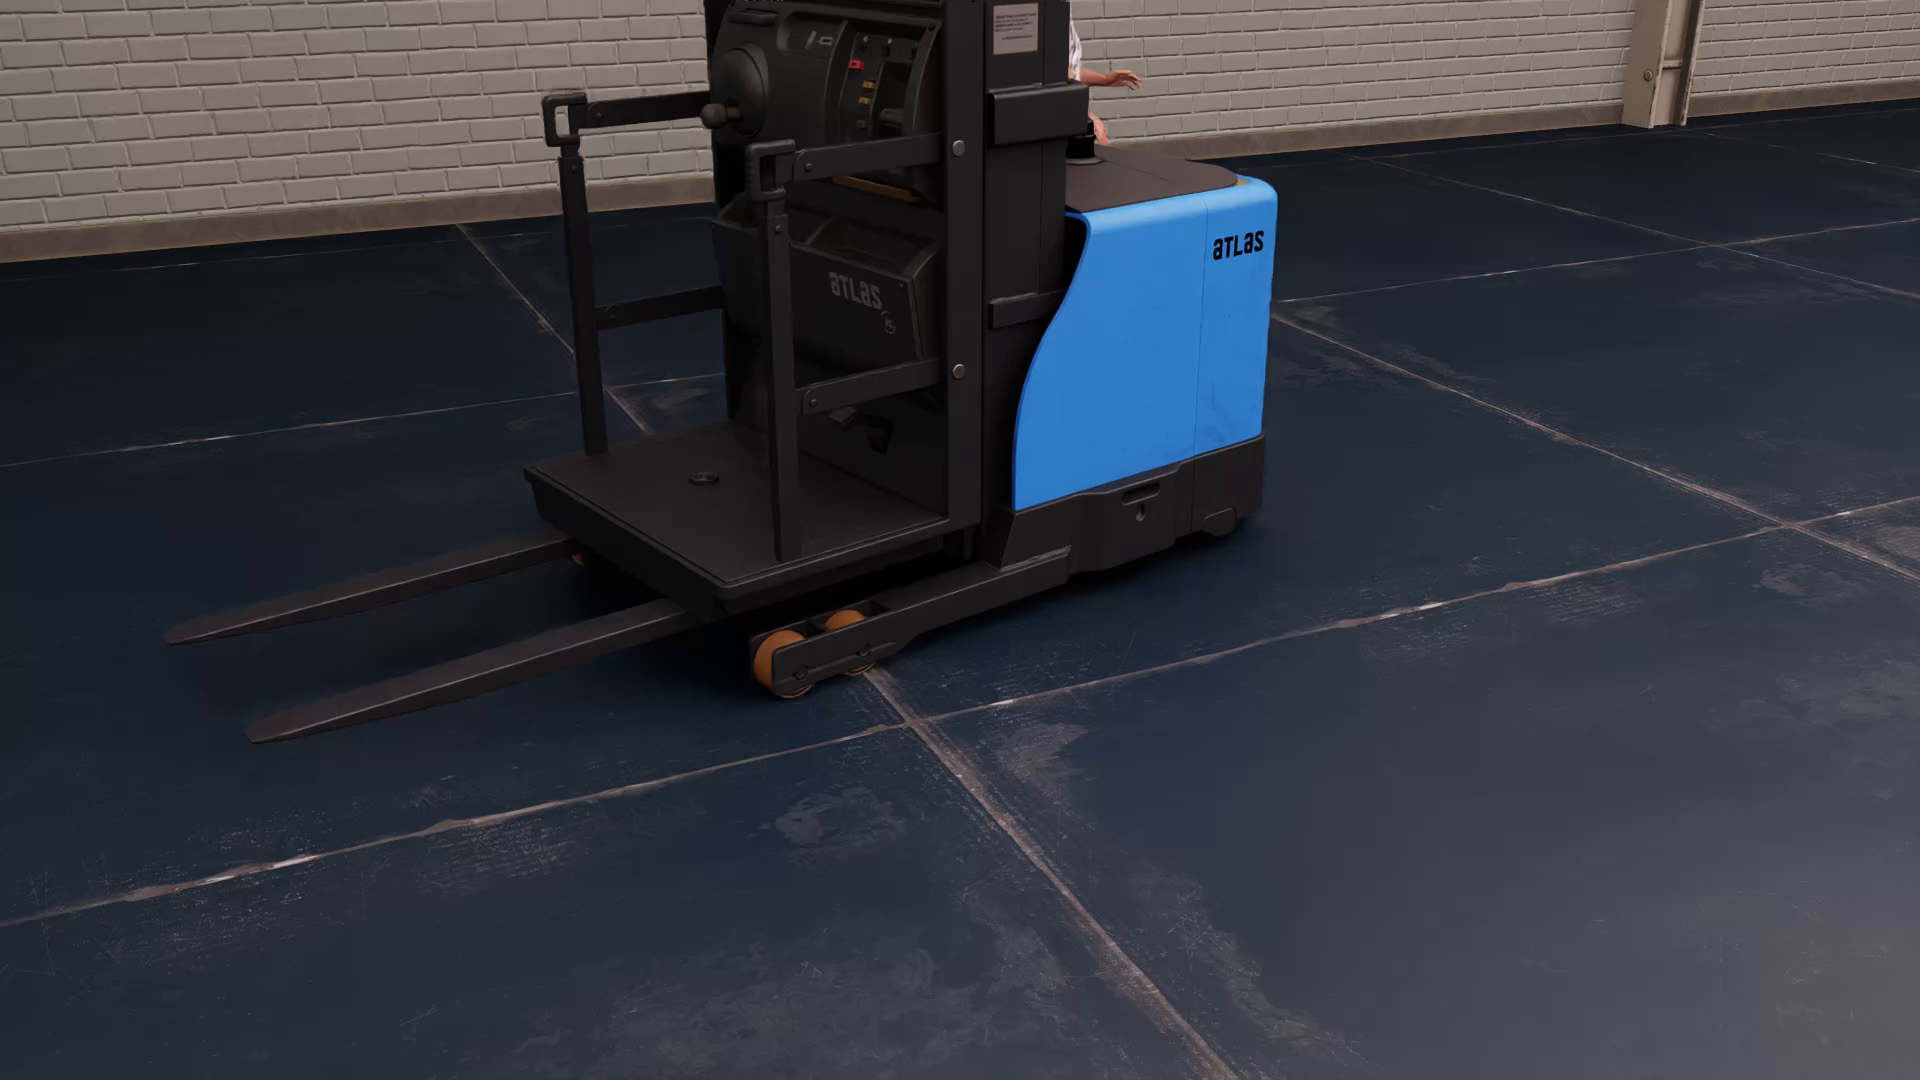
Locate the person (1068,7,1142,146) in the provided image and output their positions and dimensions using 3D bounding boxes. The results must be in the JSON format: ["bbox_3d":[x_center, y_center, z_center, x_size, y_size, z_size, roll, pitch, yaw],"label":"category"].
[{"bbox_3d":[0.512,-1.852,7.461,0.867,1.637,0.887,-10,25,-23],"label":"person"}]

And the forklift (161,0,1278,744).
[{"bbox_3d":[-0.526,-1.186,4.142,3.031,2.935,1.130,-17,28,-36],"label":"forklift"}]
